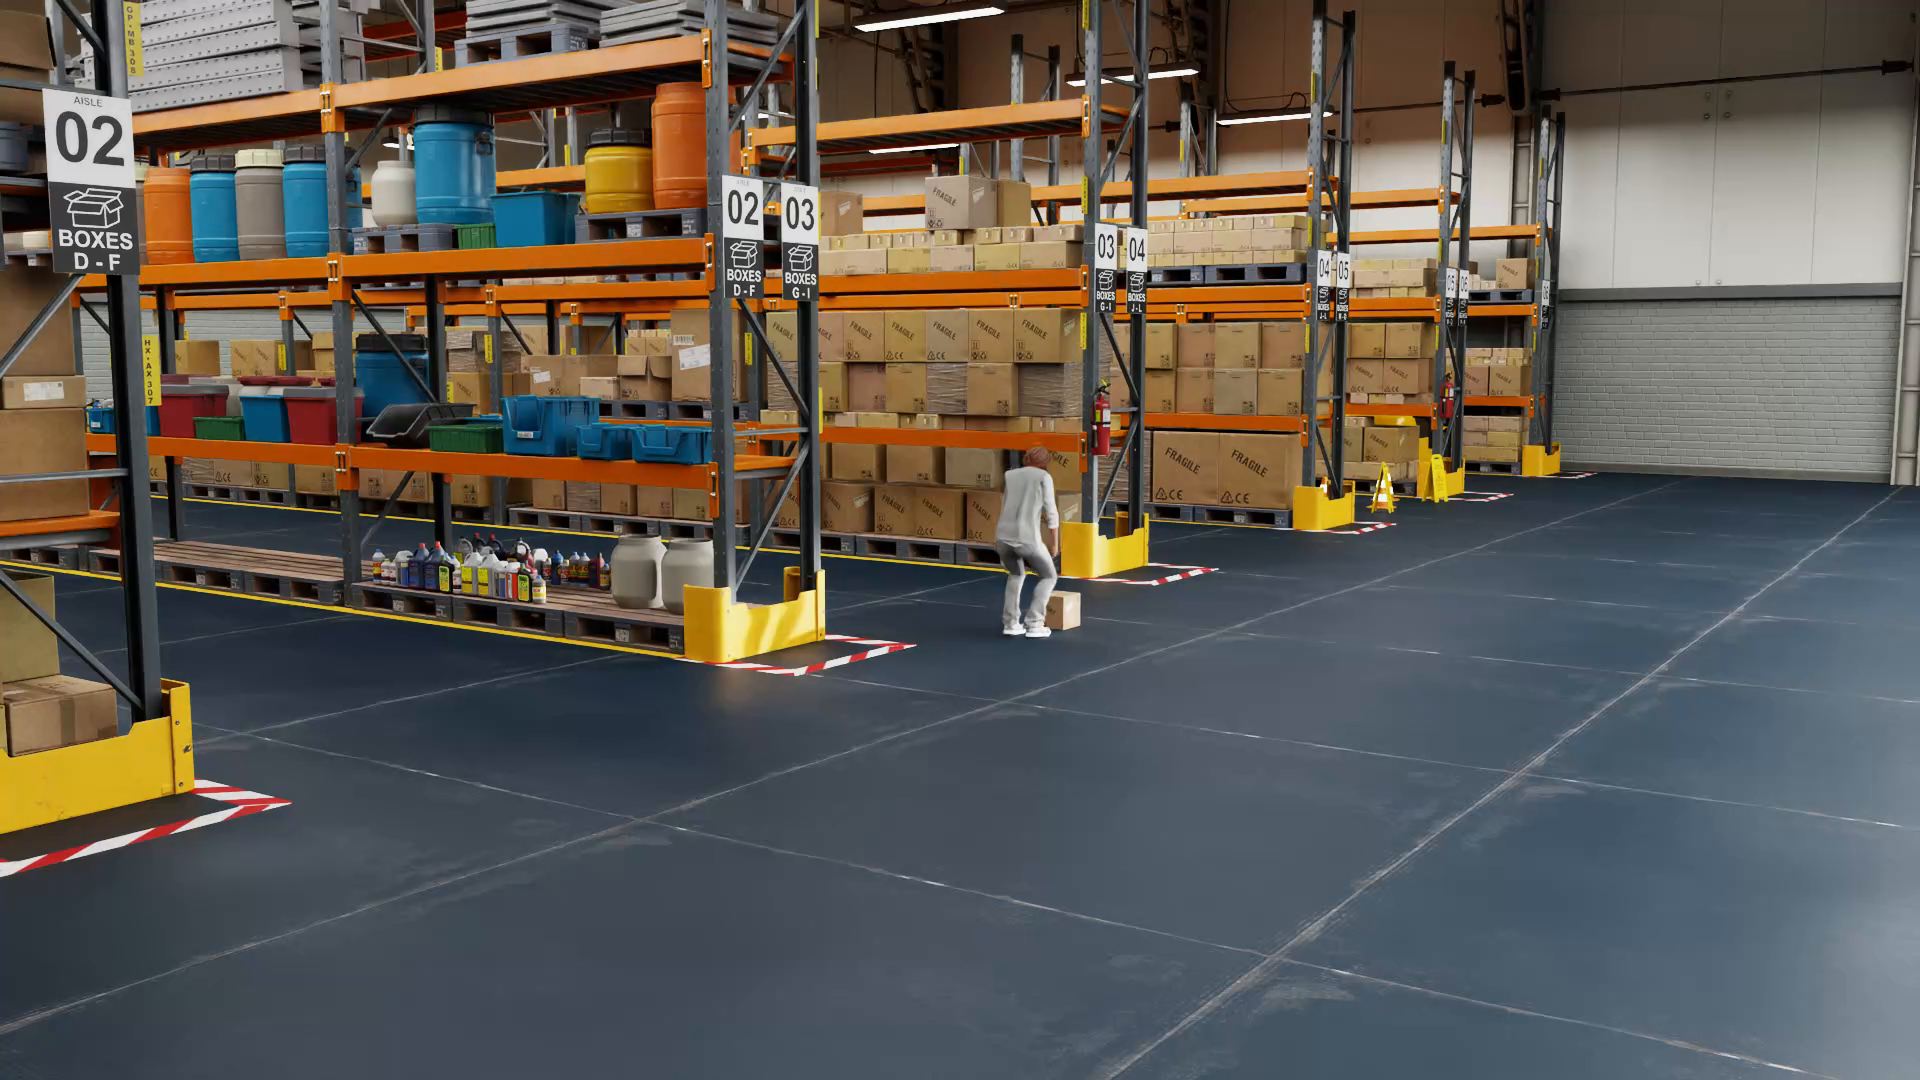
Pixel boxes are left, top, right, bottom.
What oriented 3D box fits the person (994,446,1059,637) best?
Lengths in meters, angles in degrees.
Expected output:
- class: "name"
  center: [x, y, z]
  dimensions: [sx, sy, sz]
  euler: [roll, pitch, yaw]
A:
- class: "person"
  center: [0.469, 0.021, 12.095]
  dimensions: [0.460, 1.361, 0.602]
  euler: [4, 8, 34]
